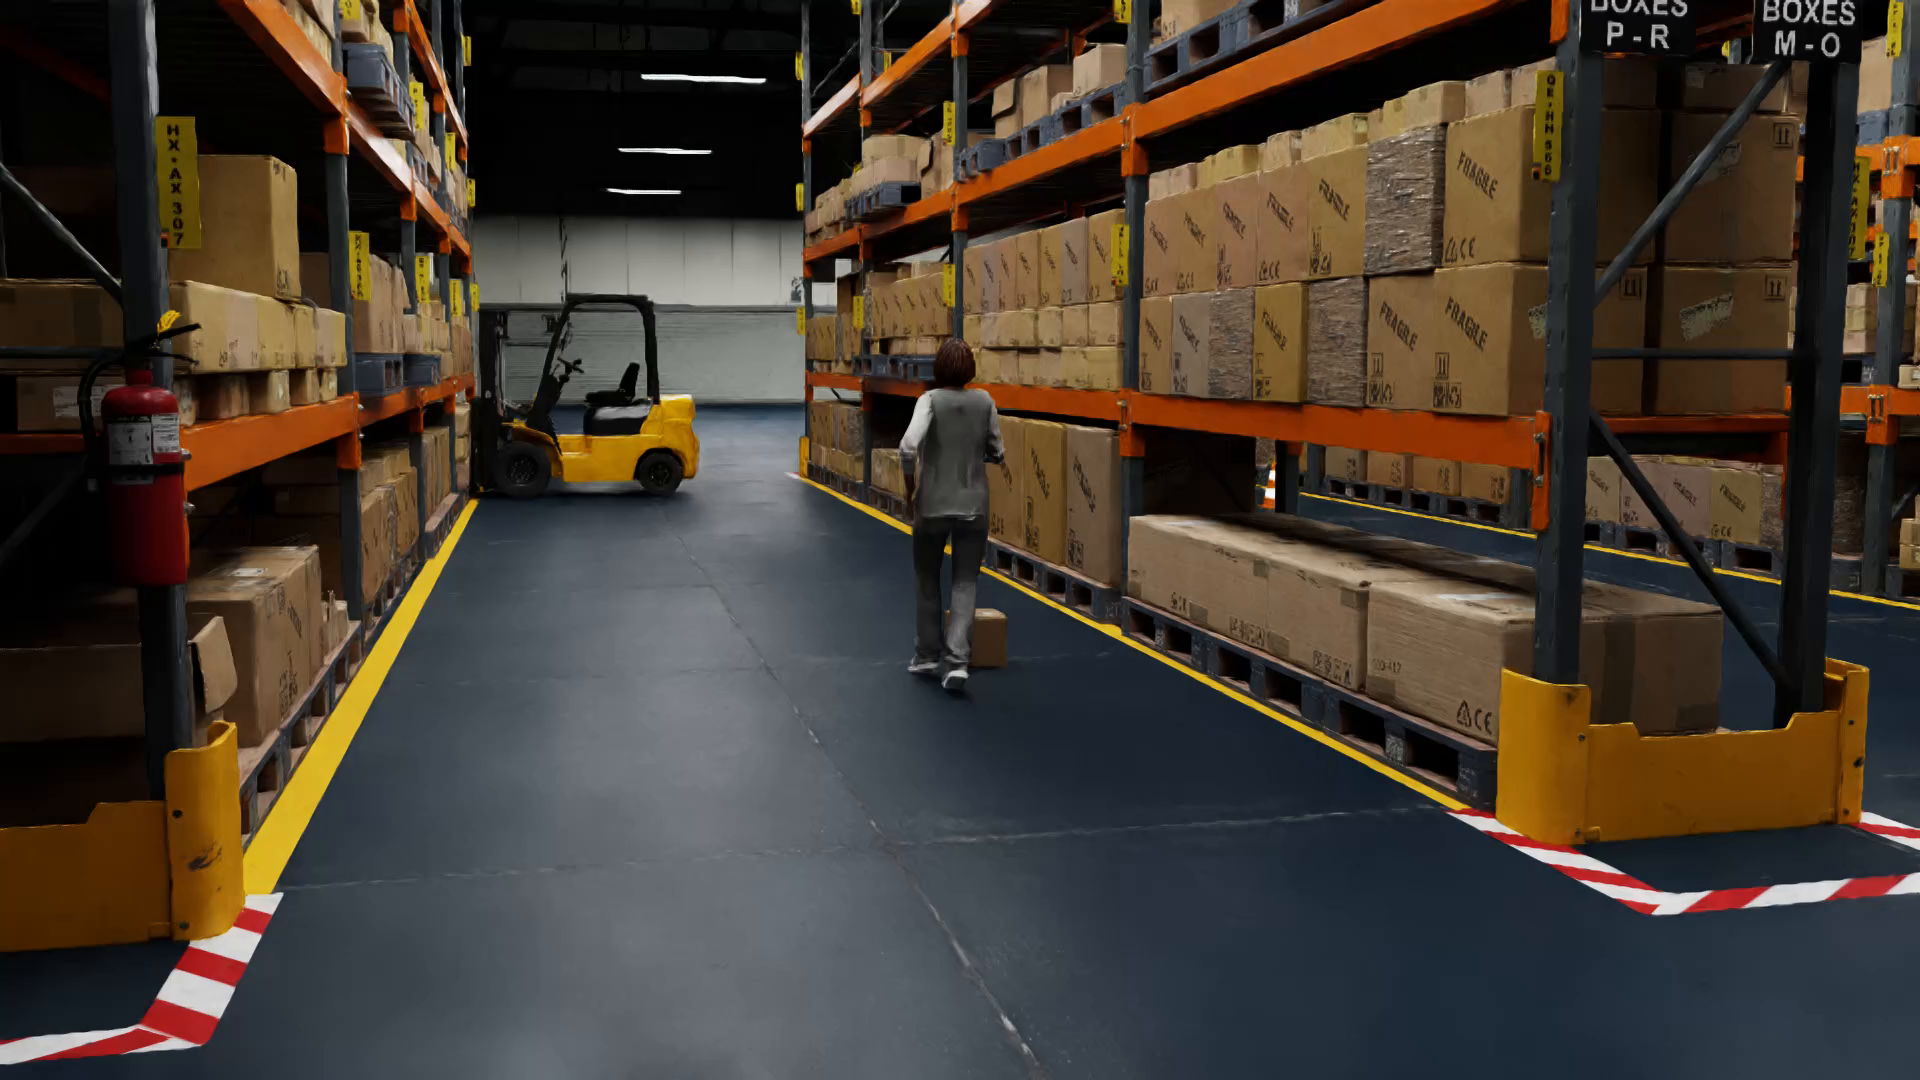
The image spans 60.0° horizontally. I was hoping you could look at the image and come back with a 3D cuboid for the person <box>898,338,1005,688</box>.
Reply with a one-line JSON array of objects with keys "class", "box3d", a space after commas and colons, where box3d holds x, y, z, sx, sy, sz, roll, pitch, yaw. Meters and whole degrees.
[{"class": "person", "box3d": [-0.056, -0.125, 7.559, 0.506, 1.576, 0.735, -1, 6, -7]}]
